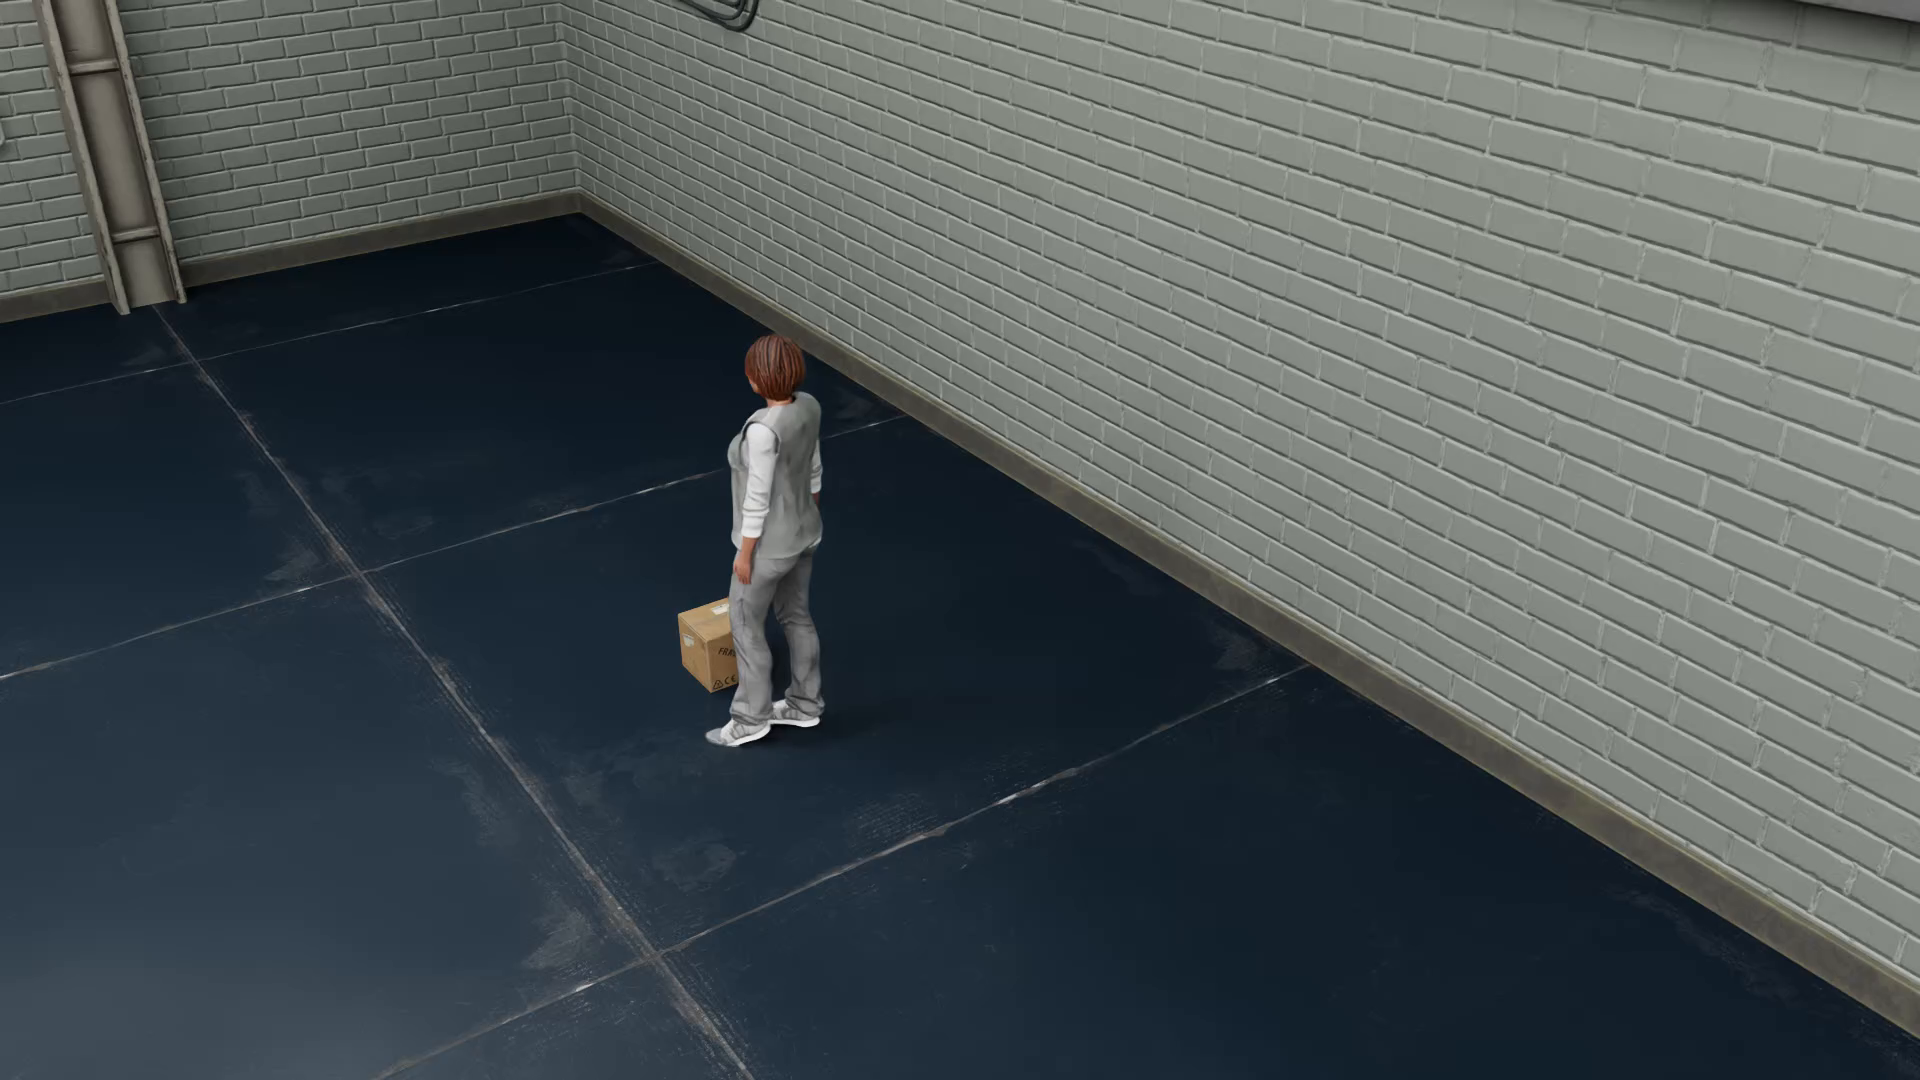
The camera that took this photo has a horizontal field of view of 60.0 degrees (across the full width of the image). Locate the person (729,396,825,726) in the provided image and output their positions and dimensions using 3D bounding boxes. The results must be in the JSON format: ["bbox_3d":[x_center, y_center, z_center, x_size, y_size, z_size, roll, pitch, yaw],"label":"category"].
[{"bbox_3d":[-0.662,0.117,6.164,0.304,1.212,0.440,14,32,23],"label":"person"}]
